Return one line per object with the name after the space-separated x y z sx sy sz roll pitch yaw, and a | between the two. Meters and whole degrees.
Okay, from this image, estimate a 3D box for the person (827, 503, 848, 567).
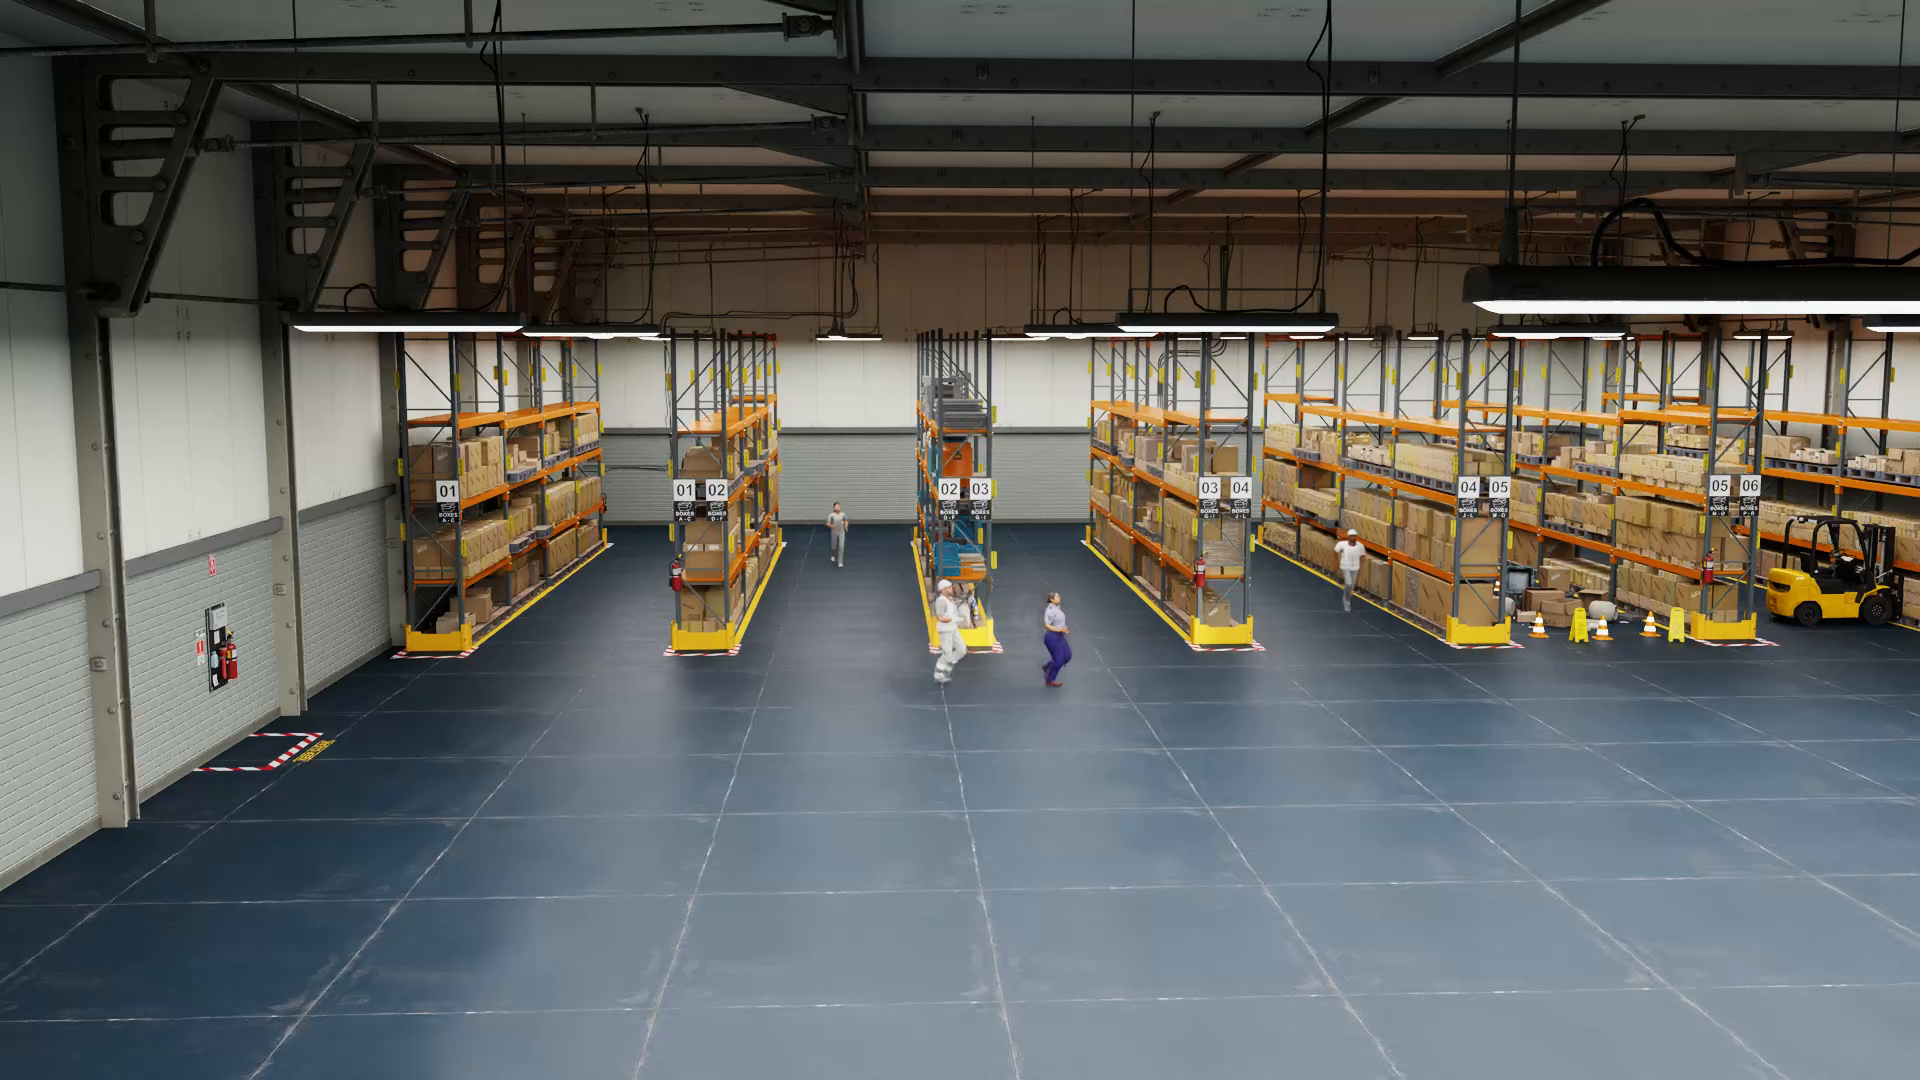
-3.152 -0.147 42.914 0.577 1.631 0.867 -2 7 -14 | person

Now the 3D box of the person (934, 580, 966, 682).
-0.149 1.546 28.009 0.617 1.764 0.638 3 7 23 | person

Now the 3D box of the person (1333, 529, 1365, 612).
8.407 0.650 35.790 0.606 1.801 0.839 -1 7 -11 | person

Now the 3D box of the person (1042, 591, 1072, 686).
1.618 1.655 27.861 0.561 1.588 0.600 2 7 19 | person
